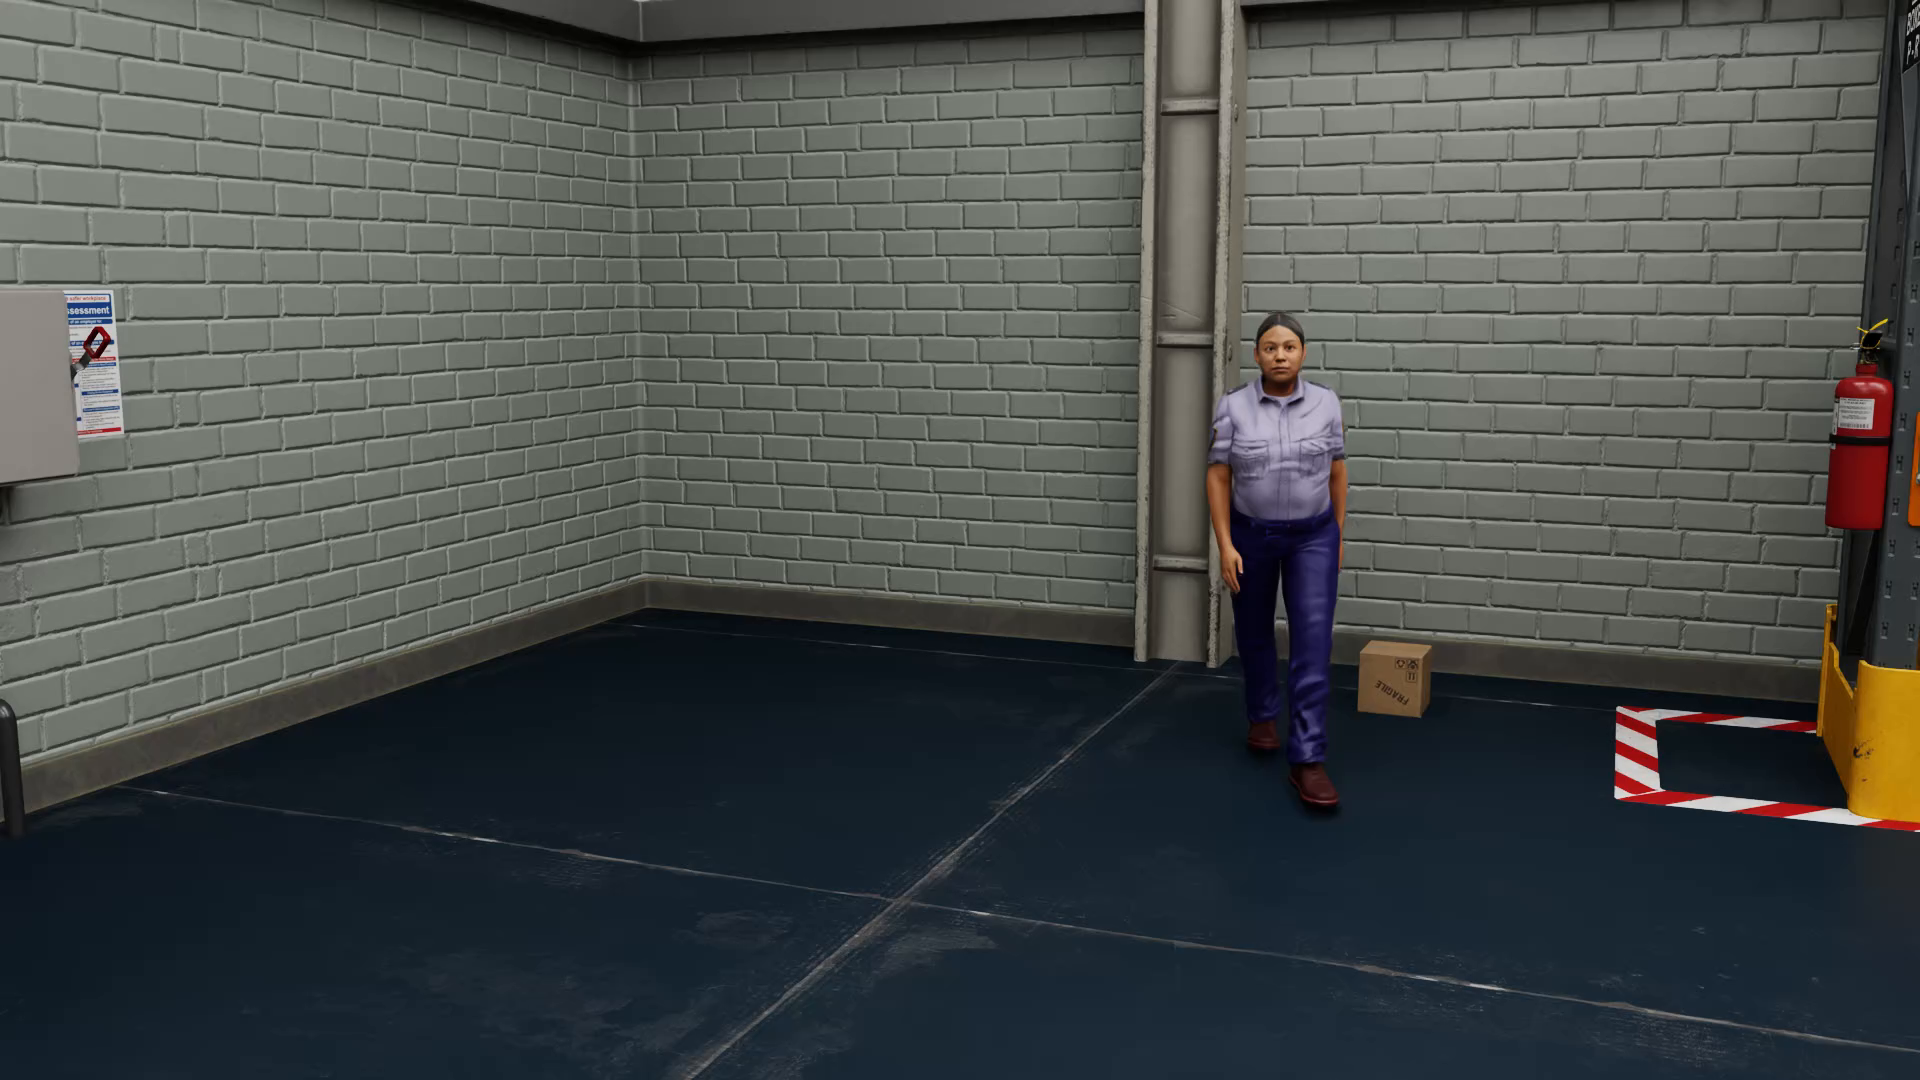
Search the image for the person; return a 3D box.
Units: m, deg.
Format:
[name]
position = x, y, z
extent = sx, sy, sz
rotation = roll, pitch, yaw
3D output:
[person]
position = 1.088, 0.023, 5.748
extent = 0.484, 1.573, 0.947
rotation = 2, 9, 12
